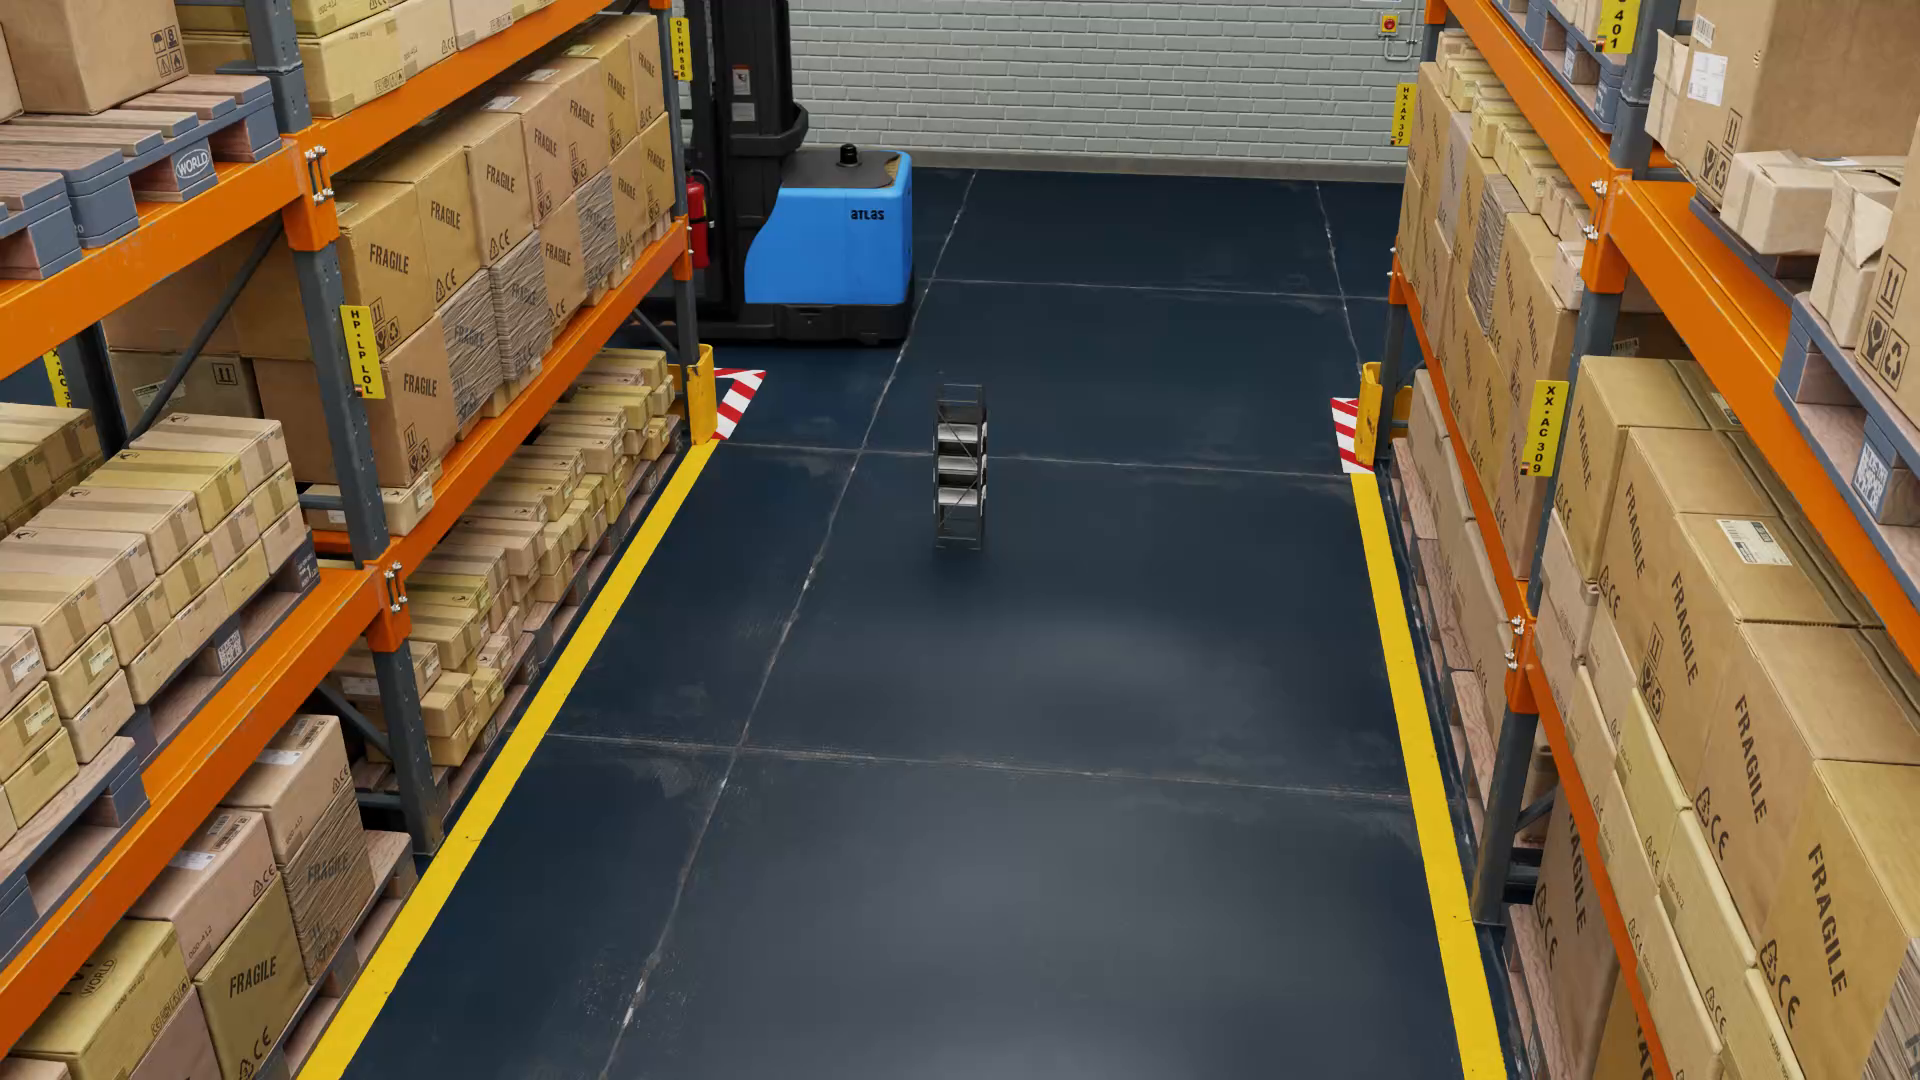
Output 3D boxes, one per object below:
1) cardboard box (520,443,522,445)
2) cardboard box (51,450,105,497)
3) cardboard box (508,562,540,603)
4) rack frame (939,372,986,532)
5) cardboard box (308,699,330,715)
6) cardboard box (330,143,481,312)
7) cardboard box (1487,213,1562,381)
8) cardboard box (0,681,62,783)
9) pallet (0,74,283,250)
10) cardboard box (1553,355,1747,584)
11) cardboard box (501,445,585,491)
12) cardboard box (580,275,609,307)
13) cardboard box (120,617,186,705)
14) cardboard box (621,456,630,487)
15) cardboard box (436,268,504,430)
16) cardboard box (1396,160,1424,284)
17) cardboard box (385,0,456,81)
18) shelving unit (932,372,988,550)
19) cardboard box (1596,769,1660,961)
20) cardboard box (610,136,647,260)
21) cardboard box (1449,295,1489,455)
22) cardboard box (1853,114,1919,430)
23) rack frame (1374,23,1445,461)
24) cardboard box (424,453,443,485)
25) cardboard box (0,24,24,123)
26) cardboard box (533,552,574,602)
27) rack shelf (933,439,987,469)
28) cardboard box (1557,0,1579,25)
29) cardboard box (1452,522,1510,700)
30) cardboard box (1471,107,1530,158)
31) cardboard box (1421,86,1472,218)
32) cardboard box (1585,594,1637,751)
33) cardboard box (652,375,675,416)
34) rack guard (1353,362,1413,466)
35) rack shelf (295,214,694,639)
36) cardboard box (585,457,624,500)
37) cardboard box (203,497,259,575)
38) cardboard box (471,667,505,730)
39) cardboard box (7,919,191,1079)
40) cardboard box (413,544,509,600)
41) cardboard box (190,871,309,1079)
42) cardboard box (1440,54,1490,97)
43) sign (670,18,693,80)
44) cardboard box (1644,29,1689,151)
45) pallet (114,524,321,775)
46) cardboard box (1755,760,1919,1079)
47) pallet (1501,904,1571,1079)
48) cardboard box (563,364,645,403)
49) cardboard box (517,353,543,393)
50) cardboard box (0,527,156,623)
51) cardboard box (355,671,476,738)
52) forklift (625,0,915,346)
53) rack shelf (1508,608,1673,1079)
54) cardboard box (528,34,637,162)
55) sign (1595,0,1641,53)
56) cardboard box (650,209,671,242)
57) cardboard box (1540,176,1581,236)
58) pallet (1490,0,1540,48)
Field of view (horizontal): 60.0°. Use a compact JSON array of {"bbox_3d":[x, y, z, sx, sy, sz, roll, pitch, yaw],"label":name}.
[{"bbox_3d":[-2.533,-0.494,8.754,0.380,0.149,0.250,4,29,8],"label":"cardboard box"},{"bbox_3d":[-3.038,-0.189,5.447,0.380,0.149,0.250,4,29,7],"label":"cardboard box"},{"bbox_3d":[-2.143,0.149,7.561,0.380,0.149,0.250,5,29,9],"label":"cardboard box"},{"bbox_3d":[0.013,-0.448,8.633,0.240,0.900,0.006,3,28,6],"label":"rack frame"},{"bbox_3d":[-2.824,0.723,6.808,0.380,0.149,0.250,4,29,7],"label":"cardboard box"},{"bbox_3d":[-2.188,-1.201,6.343,0.500,0.500,0.500,3,28,5],"label":"cardboard box"},{"bbox_3d":[2.246,-0.863,6.030,0.500,0.500,0.500,3,28,5],"label":"cardboard box"},{"bbox_3d":[-2.544,0.472,4.220,0.380,0.149,0.250,3,29,6],"label":"cardboard box"},{"bbox_3d":[-2.715,-1.096,4.657,1.213,0.211,1.003,3,28,6],"label":"pallet"},{"bbox_3d":[2.052,-0.196,4.792,0.500,0.500,0.500,4,29,7],"label":"cardboard box"},{"bbox_3d":[-2.065,-0.343,8.160,0.380,0.149,0.250,2,28,4],"label":"cardboard box"},{"bbox_3d":[-1.956,-1.267,8.204,0.380,0.149,0.250,2,28,4],"label":"cardboard box"},{"bbox_3d":[-2.480,0.339,4.780,0.380,0.149,0.250,2,28,4],"label":"cardboard box"},{"bbox_3d":[-1.967,-0.332,8.767,0.380,0.149,0.250,4,29,7],"label":"cardboard box"},{"bbox_3d":[-2.169,-0.769,6.596,0.500,0.500,0.500,3,28,6],"label":"cardboard box"},{"bbox_3d":[2.538,-1.620,8.489,0.500,0.500,0.500,3,28,6],"label":"cardboard box"},{"bbox_3d":[-2.163,-1.836,5.991,0.500,0.250,0.500,3,28,5],"label":"cardboard box"},{"bbox_3d":[0.001,-0.400,8.544,0.258,0.900,0.210,3,28,6],"label":"shelving unit"},{"bbox_3d":[1.935,0.839,4.187,0.500,0.250,0.500,3,28,6],"label":"cardboard box"},{"bbox_3d":[-1.911,-1.732,8.383,0.500,0.500,0.500,3,28,5],"label":"cardboard box"},{"bbox_3d":[2.299,-0.660,6.706,0.500,0.500,0.500,3,28,5],"label":"cardboard box"},{"bbox_3d":[1.830,-0.415,2.648,0.500,0.500,0.500,4,29,7],"label":"cardboard box"},{"bbox_3d":[2.882,-1.785,8.901,1.000,3.000,0.127,3,28,6],"label":"rack frame"},{"bbox_3d":[-2.216,-0.272,6.357,0.380,0.149,0.250,4,29,8],"label":"cardboard box"},{"bbox_3d":[-2.850,-1.207,4.316,0.500,0.311,0.500,3,28,5],"label":"cardboard box"},{"bbox_3d":[-2.051,0.162,7.850,0.380,0.149,0.250,3,28,5],"label":"cardboard box"},{"bbox_3d":[0.001,-0.450,8.517,0.258,0.077,0.200,3,28,6],"label":"rack shelf"},{"bbox_3d":[2.185,-1.785,5.454,0.380,0.149,0.250,4,29,7],"label":"cardboard box"},{"bbox_3d":[2.684,0.330,7.233,0.875,0.438,0.875,3,28,5],"label":"cardboard box"},{"bbox_3d":[2.332,-1.676,6.856,0.380,0.149,0.250,3,28,5],"label":"cardboard box"},{"bbox_3d":[2.484,-1.816,7.799,0.500,0.500,0.500,3,28,5],"label":"cardboard box"},{"bbox_3d":[2.022,0.381,4.510,0.500,0.250,0.500,4,29,7],"label":"cardboard box"},{"bbox_3d":[-1.825,-0.821,9.361,0.380,0.149,0.250,3,28,5],"label":"cardboard box"},{"bbox_3d":[2.885,-0.696,9.515,1.175,0.500,0.348,3,28,6],"label":"rack guard"},{"bbox_3d":[-2.288,-0.767,7.770,1.077,0.370,4.000,3,28,6],"label":"rack shelf"},{"bbox_3d":[-1.937,-0.332,8.453,0.380,0.149,0.250,4,29,7],"label":"cardboard box"},{"bbox_3d":[-2.417,-0.025,5.142,0.380,0.149,0.250,4,29,7],"label":"cardboard box"},{"bbox_3d":[-2.137,0.650,6.944,0.380,0.149,0.250,4,29,8],"label":"cardboard box"},{"bbox_3d":[-2.501,1.299,4.578,0.500,0.250,0.500,2,28,4],"label":"cardboard box"},{"bbox_3d":[-2.202,0.144,7.257,0.380,0.149,0.250,3,28,5],"label":"cardboard box"},{"bbox_3d":[-2.437,1.378,5.223,0.500,0.500,0.500,3,28,5],"label":"cardboard box"},{"bbox_3d":[2.456,-2.161,7.755,0.380,0.149,0.250,4,29,8],"label":"cardboard box"},{"bbox_3d":[-1.495,-2.632,8.920,0.100,0.325,0.005,3,28,6],"label":"sign"},{"bbox_3d":[1.983,-1.133,4.228,0.396,0.266,0.258,3,28,6],"label":"cardboard box"},{"bbox_3d":[-2.772,0.293,5.245,1.003,0.211,1.213,3,28,6],"label":"pallet"},{"bbox_3d":[1.827,0.762,3.013,0.500,0.500,0.500,3,28,6],"label":"cardboard box"},{"bbox_3d":[2.372,1.693,5.385,1.003,0.211,1.213,3,28,6],"label":"pallet"},{"bbox_3d":[-1.945,-0.838,9.079,0.380,0.149,0.250,4,29,7],"label":"cardboard box"},{"bbox_3d":[-2.061,-0.769,7.279,0.380,0.149,0.250,5,29,8],"label":"cardboard box"},{"bbox_3d":[-2.487,0.093,4.609,0.380,0.149,0.250,3,28,6],"label":"cardboard box"},{"bbox_3d":[-2.172,0.645,6.640,0.380,0.149,0.250,5,29,9],"label":"cardboard box"},{"bbox_3d":[-1.853,-2.839,10.930,3.031,2.935,1.130,1,28,2],"label":"forklift"},{"bbox_3d":[2.147,1.356,3.829,1.077,0.370,4.000,3,28,6],"label":"rack shelf"},{"bbox_3d":[-1.915,-2.172,8.146,0.500,0.500,0.500,2,28,4],"label":"cardboard box"},{"bbox_3d":[1.841,-1.517,4.612,0.100,0.325,0.005,3,28,6],"label":"sign"},{"bbox_3d":[-1.803,-1.745,9.091,0.380,0.149,0.250,3,28,6],"label":"cardboard box"},{"bbox_3d":[2.307,-1.190,5.953,0.380,0.149,0.250,3,28,6],"label":"cardboard box"},{"bbox_3d":[2.654,-2.141,6.492,1.003,0.211,1.213,3,28,6],"label":"pallet"}]
